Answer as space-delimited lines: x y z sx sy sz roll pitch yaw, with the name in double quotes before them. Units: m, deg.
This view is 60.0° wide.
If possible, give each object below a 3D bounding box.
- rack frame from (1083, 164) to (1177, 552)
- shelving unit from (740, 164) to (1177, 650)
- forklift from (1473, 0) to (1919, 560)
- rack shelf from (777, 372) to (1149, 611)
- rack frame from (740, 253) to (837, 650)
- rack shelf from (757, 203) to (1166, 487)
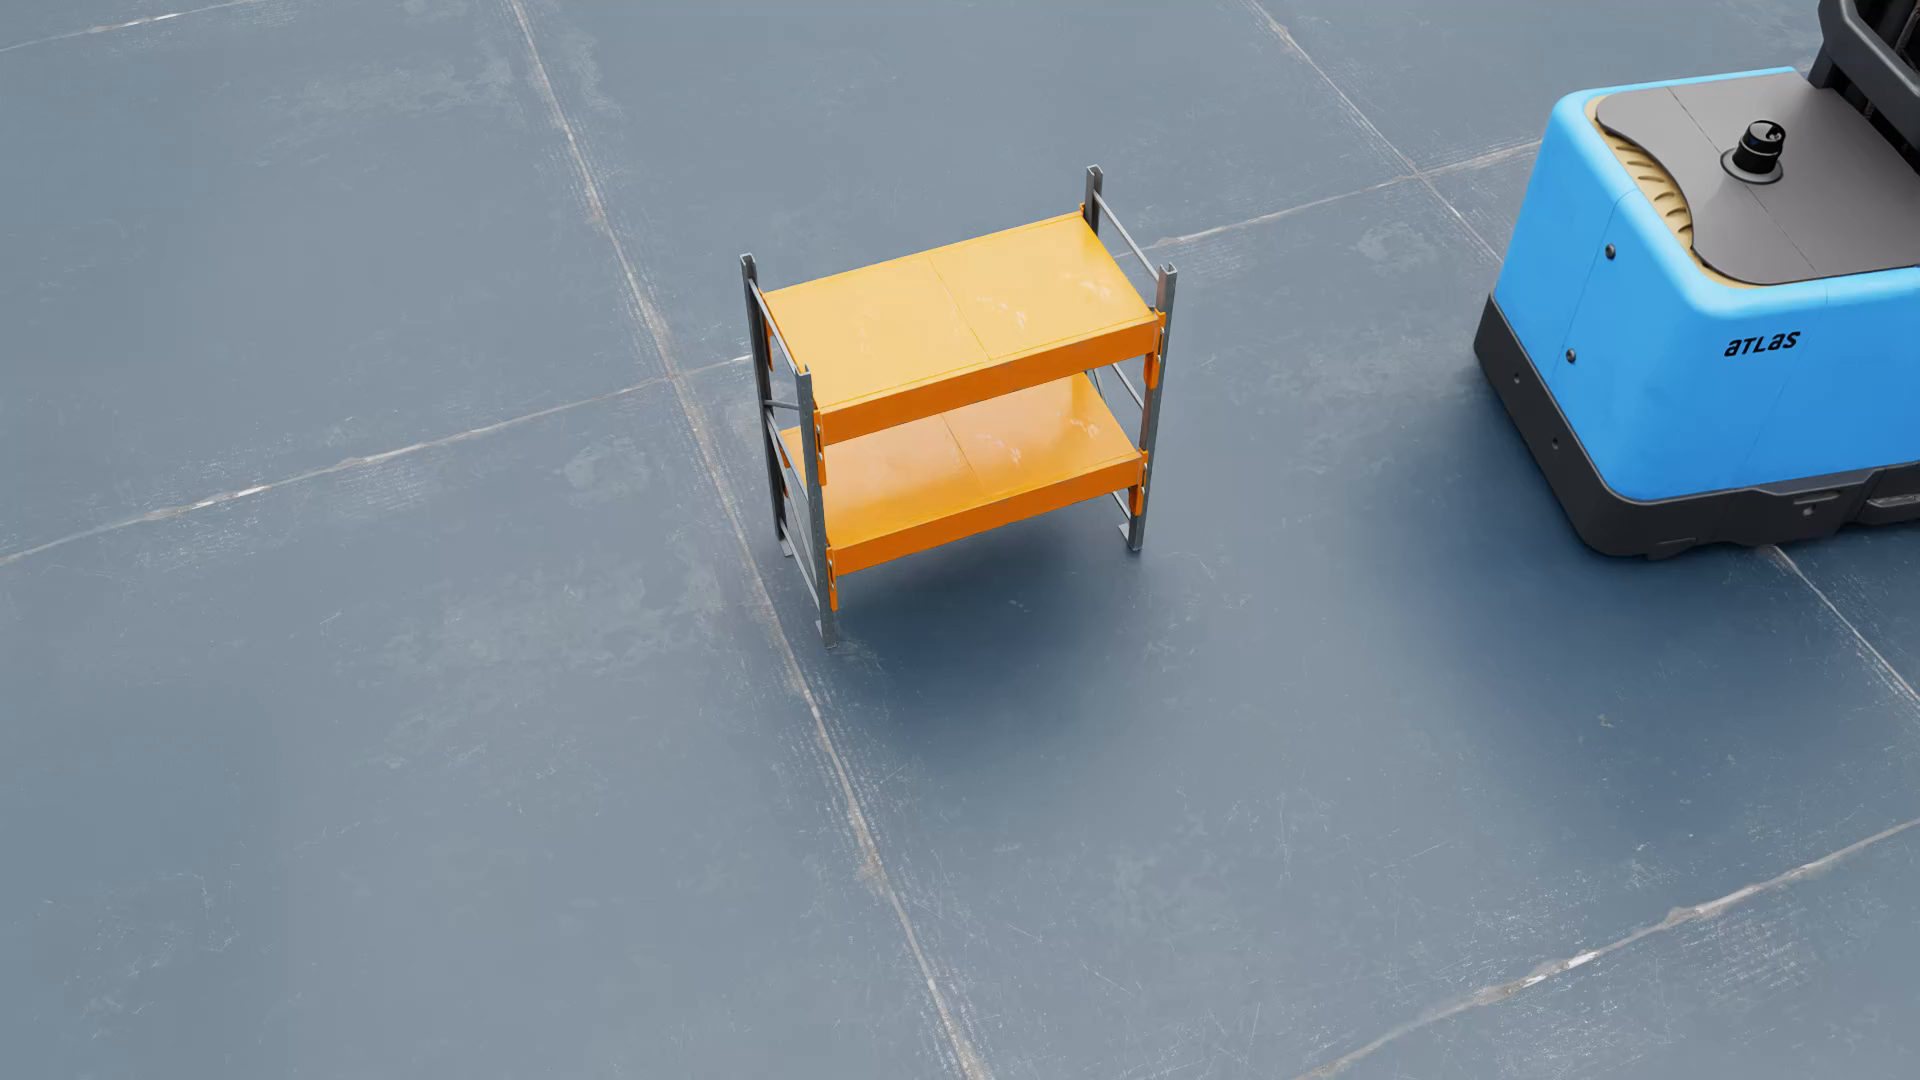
"rack frame" 0.464 -0.510 4.947 0.032 1.125 0.500 -17 52 -14
"shelving unit" -0.006 -0.365 4.822 1.048 1.125 0.538 -17 52 -14
"forklift" 3.334 -1.450 4.563 3.031 2.935 1.130 -8 50 -7
"rack shelf" -0.006 -0.205 5.007 1.000 0.278 0.538 -17 52 -14
"rack frame" -0.477 -0.219 4.696 0.032 1.125 0.500 -17 52 -14
"rack shelf" -0.006 -0.555 4.600 1.000 0.278 0.538 -17 52 -14
